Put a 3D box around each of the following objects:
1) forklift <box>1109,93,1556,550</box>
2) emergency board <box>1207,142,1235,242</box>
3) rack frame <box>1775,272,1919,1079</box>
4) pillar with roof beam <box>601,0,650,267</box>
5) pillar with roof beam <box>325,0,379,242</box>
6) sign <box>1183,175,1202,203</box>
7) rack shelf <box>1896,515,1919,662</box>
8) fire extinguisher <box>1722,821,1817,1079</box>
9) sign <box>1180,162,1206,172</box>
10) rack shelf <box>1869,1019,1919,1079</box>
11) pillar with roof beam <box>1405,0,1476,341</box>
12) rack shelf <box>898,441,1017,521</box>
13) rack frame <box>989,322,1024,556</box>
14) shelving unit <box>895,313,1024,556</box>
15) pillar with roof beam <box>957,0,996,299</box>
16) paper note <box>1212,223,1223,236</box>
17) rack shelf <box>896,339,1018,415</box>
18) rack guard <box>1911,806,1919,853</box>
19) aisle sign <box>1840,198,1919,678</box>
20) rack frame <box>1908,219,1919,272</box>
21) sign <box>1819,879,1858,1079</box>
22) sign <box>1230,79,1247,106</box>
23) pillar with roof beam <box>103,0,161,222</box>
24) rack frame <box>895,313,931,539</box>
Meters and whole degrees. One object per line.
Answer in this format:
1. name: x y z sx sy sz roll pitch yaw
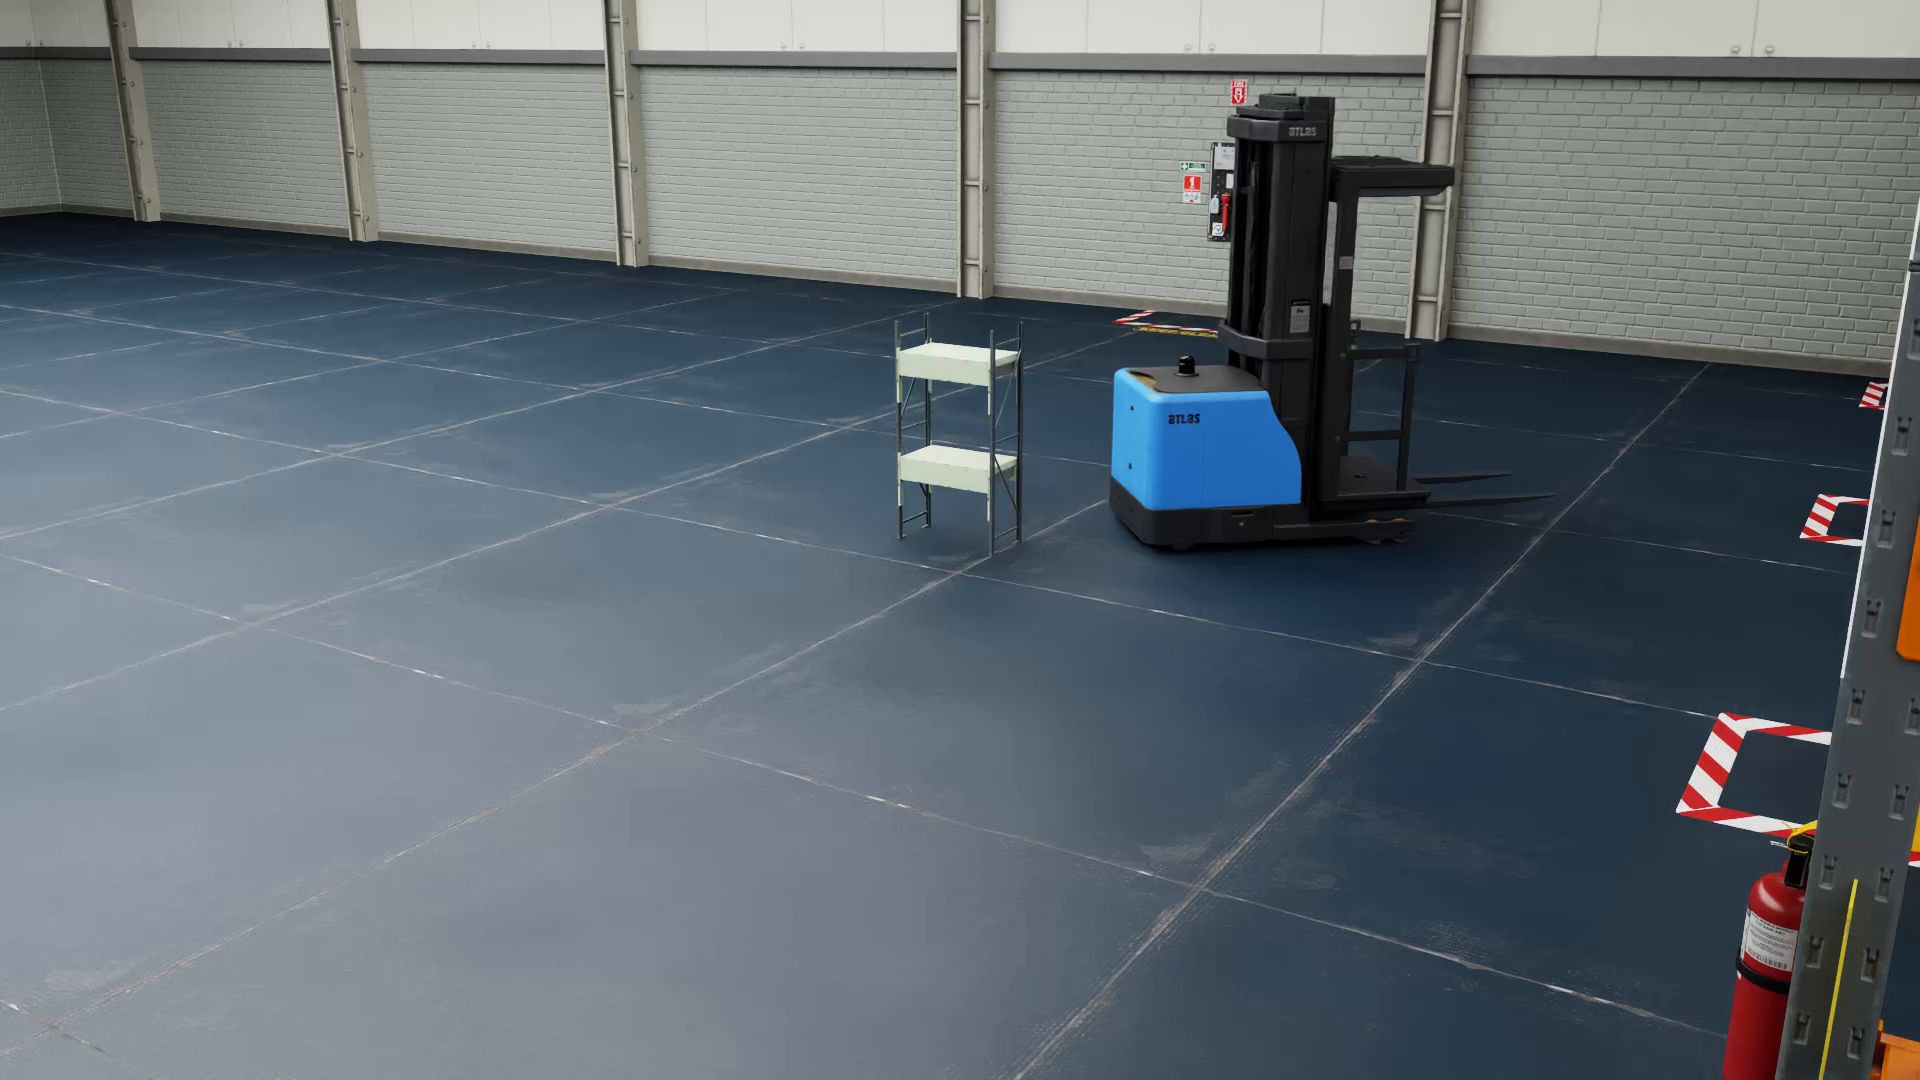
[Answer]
1. forklift: 2.632 -1.521 11.346 3.031 2.935 1.130 -3 17 -10
2. emergency board: 3.233 -4.131 19.818 0.643 1.169 0.194 10 20 30
3. rack frame: 1.605 0.956 3.075 0.127 3.000 1.000 10 20 30
4. pillar with roof beam: -7.160 -7.375 20.177 0.400 9.000 9.100 10 20 30
5. pillar with roof beam: -12.272 -8.287 23.181 0.400 9.000 9.100 10 20 30
6. sign: 2.816 -4.257 20.174 0.234 0.329 0.001 10 20 30
7. rack shelf: 3.310 0.169 1.742 4.000 0.370 1.077 10 20 30
8. fire extinguisher: 1.749 0.861 3.519 0.183 0.674 0.296 10 20 30
9. sign: 2.815 -4.508 20.088 0.331 0.109 0.001 10 20 30
10. rack shelf: 3.310 1.604 2.178 4.000 0.370 1.077 10 20 30
11. pillar with roof beam: 3.066 -5.550 14.168 0.400 9.000 9.100 10 20 30
12. rack shelf: -0.006 -0.407 11.261 0.720 0.370 0.431 10 20 30
13. rack frame: 0.306 -0.663 10.983 0.023 1.500 0.400 10 20 30
14. shelving unit: -0.006 -0.719 11.167 0.755 1.500 0.431 10 20 30
15. pillar with roof beam: -2.047 -6.462 17.172 0.400 9.000 9.100 10 20 30
16. paper note: 3.118 -3.753 20.091 0.142 0.148 0.016 10 20 30
17. rack shelf: -0.006 -1.092 11.053 0.720 0.370 0.431 10 20 30
18. rack guard: 4.287 0.925 7.477 0.348 0.500 1.175 10 20 30
19. aisle sign: 1.396 -0.223 2.483 0.004 0.787 0.394 10 20 30
20. rack frame: 1.605 -1.915 2.203 0.127 3.000 1.000 10 20 30
21. sign: 1.322 0.676 2.506 0.005 0.325 0.100 10 20 30
22. sign: 3.278 -5.266 19.567 0.199 0.298 0.001 10 20 30
23. pillar with roof beam: -17.385 -9.200 26.186 0.400 9.000 9.100 10 20 30
24. rack frame: -0.318 -0.774 11.350 0.023 1.500 0.400 10 20 30
